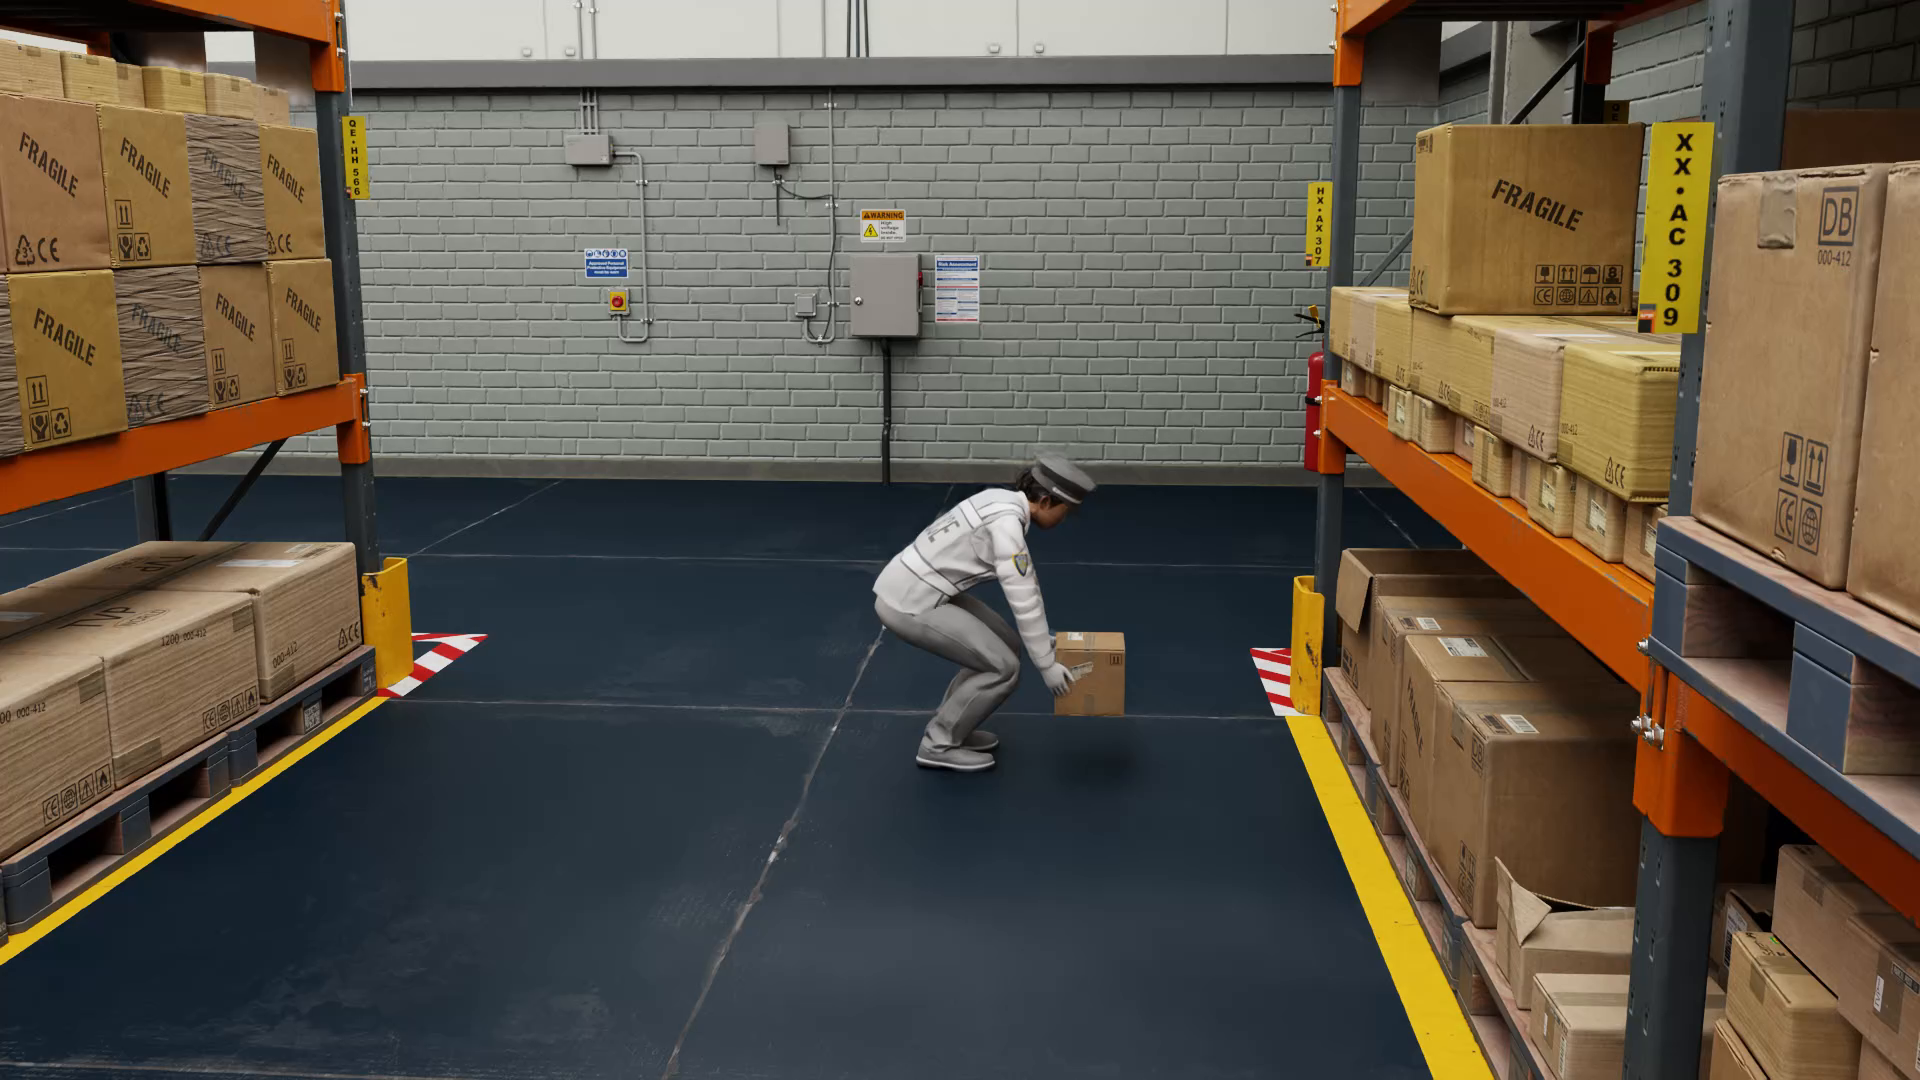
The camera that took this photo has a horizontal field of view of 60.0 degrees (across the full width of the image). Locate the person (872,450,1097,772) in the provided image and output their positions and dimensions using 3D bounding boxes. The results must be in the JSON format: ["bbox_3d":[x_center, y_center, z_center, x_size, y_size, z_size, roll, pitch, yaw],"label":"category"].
[{"bbox_3d":[0.091,0.243,6.079,0.802,1.135,0.516,1,11,4],"label":"person"}]
